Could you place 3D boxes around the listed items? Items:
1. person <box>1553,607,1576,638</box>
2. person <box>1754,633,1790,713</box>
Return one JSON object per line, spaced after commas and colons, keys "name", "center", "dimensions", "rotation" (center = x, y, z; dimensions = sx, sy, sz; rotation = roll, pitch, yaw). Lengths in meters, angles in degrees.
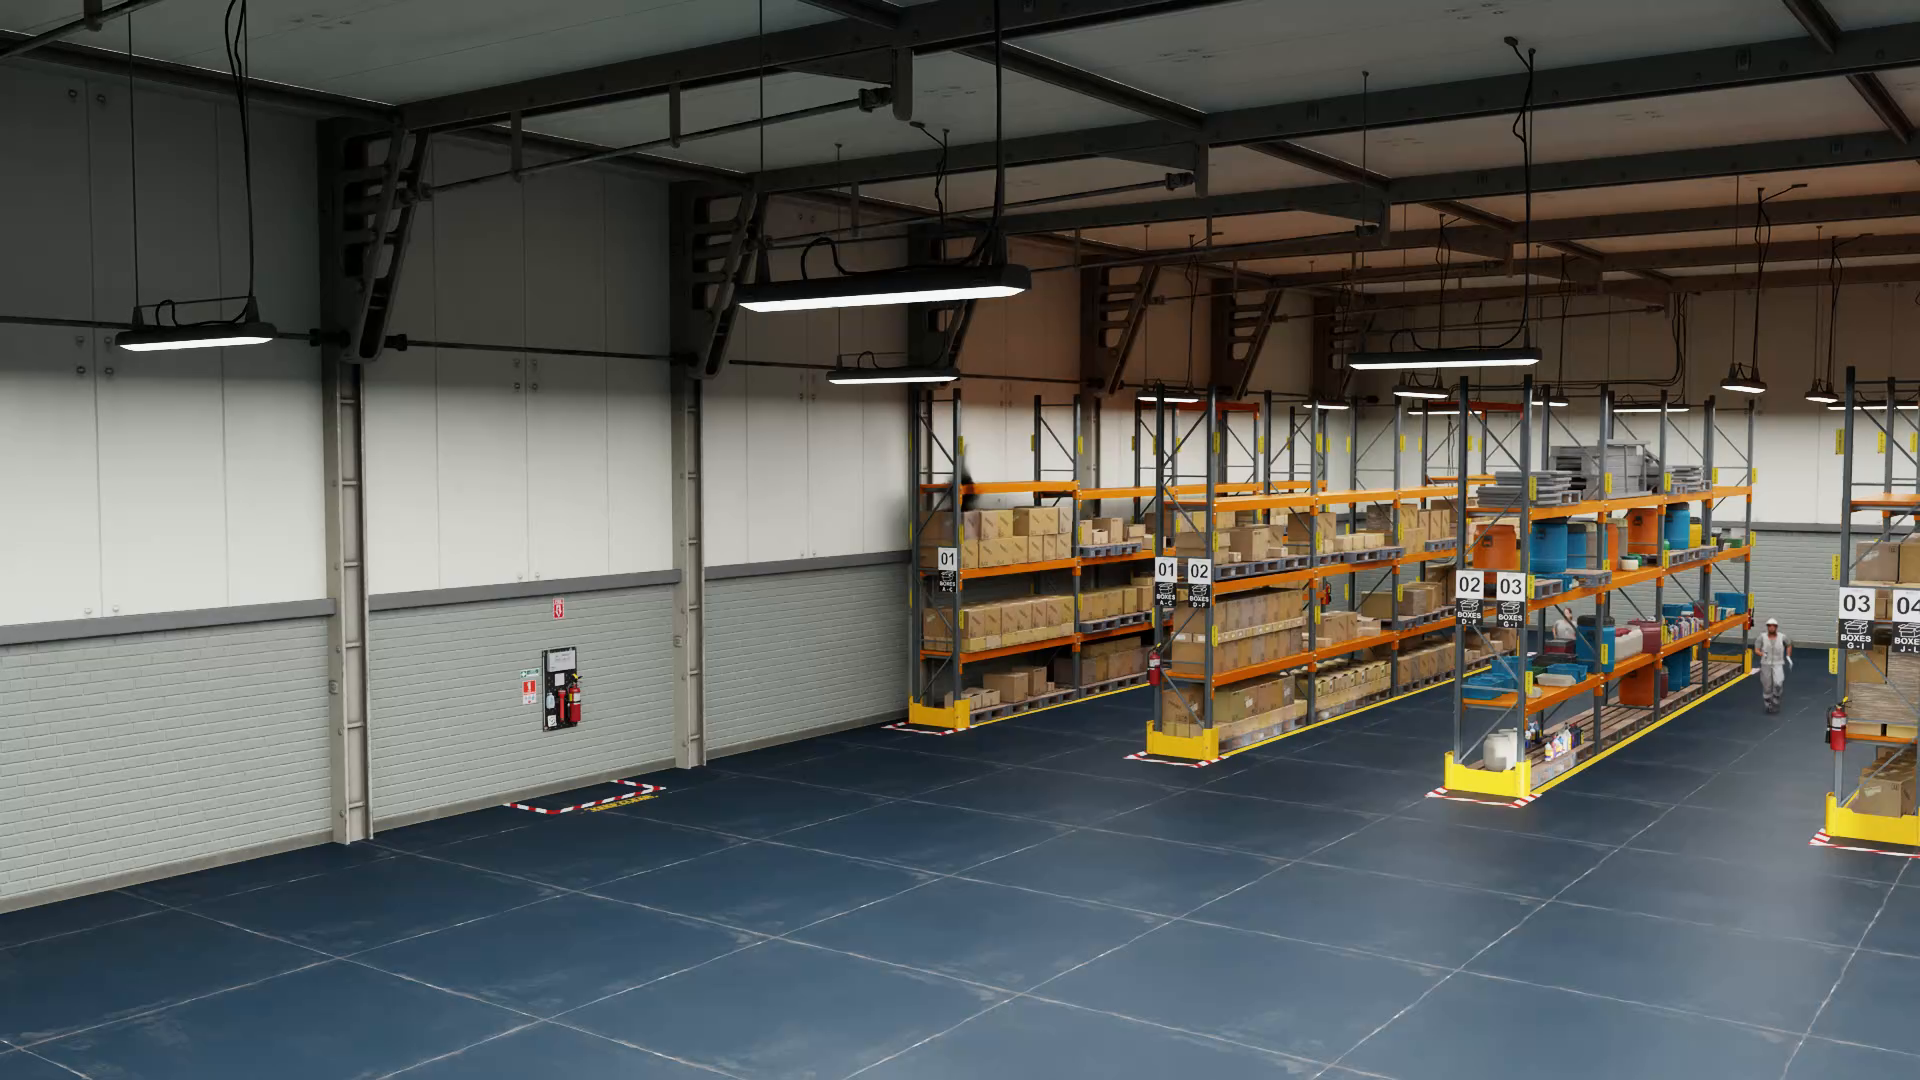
{"name": "person", "center": [12.432, 2.218, 34.198], "dimensions": [0.530, 1.688, 0.703], "rotation": [2, 4, 28]}
{"name": "person", "center": [15.139, 2.462, 31.016], "dimensions": [0.617, 1.527, 0.665], "rotation": [1, 4, 23]}
